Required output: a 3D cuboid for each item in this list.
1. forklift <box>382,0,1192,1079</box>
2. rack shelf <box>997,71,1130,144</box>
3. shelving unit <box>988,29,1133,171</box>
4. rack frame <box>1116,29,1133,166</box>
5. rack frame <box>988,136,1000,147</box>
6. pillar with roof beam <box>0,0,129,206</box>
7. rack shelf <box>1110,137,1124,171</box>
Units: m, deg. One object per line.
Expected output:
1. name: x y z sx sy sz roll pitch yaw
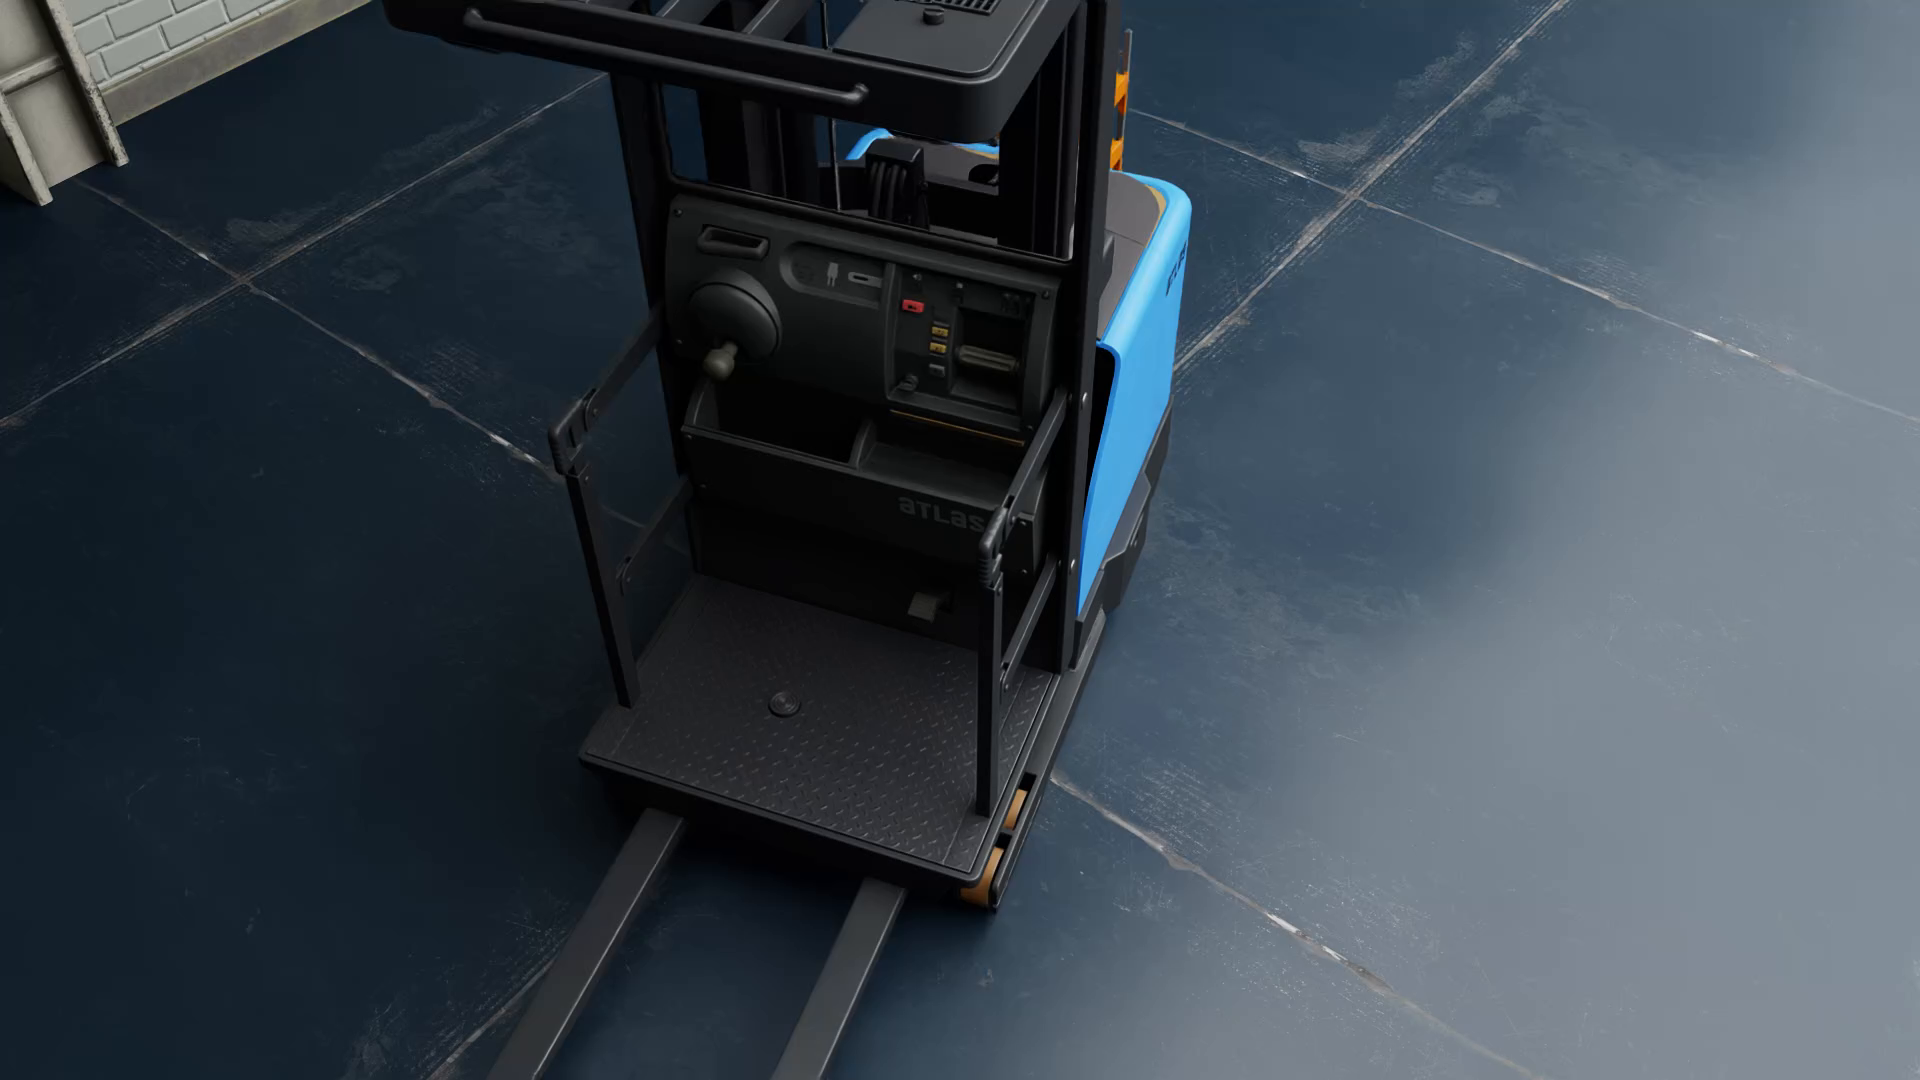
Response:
1. forklift: -0.308 -0.403 3.608 1.130 2.935 3.031 15 48 14
2. rack shelf: 0.306 -1.291 5.110 0.258 0.148 0.480 20 50 18
3. shelving unit: 0.306 -1.019 5.394 0.258 1.200 0.503 20 50 18
4. rack frame: 0.417 -1.176 5.544 0.240 1.200 0.015 20 50 18
5. rack frame: 0.195 -0.862 5.244 0.240 1.200 0.015 20 50 18
6. pillar with roof beam: -0.185 -2.689 1.595 9.100 9.000 0.400 29 53 25
7. rack shelf: 0.306 -1.128 5.281 0.258 0.148 0.480 20 50 18
